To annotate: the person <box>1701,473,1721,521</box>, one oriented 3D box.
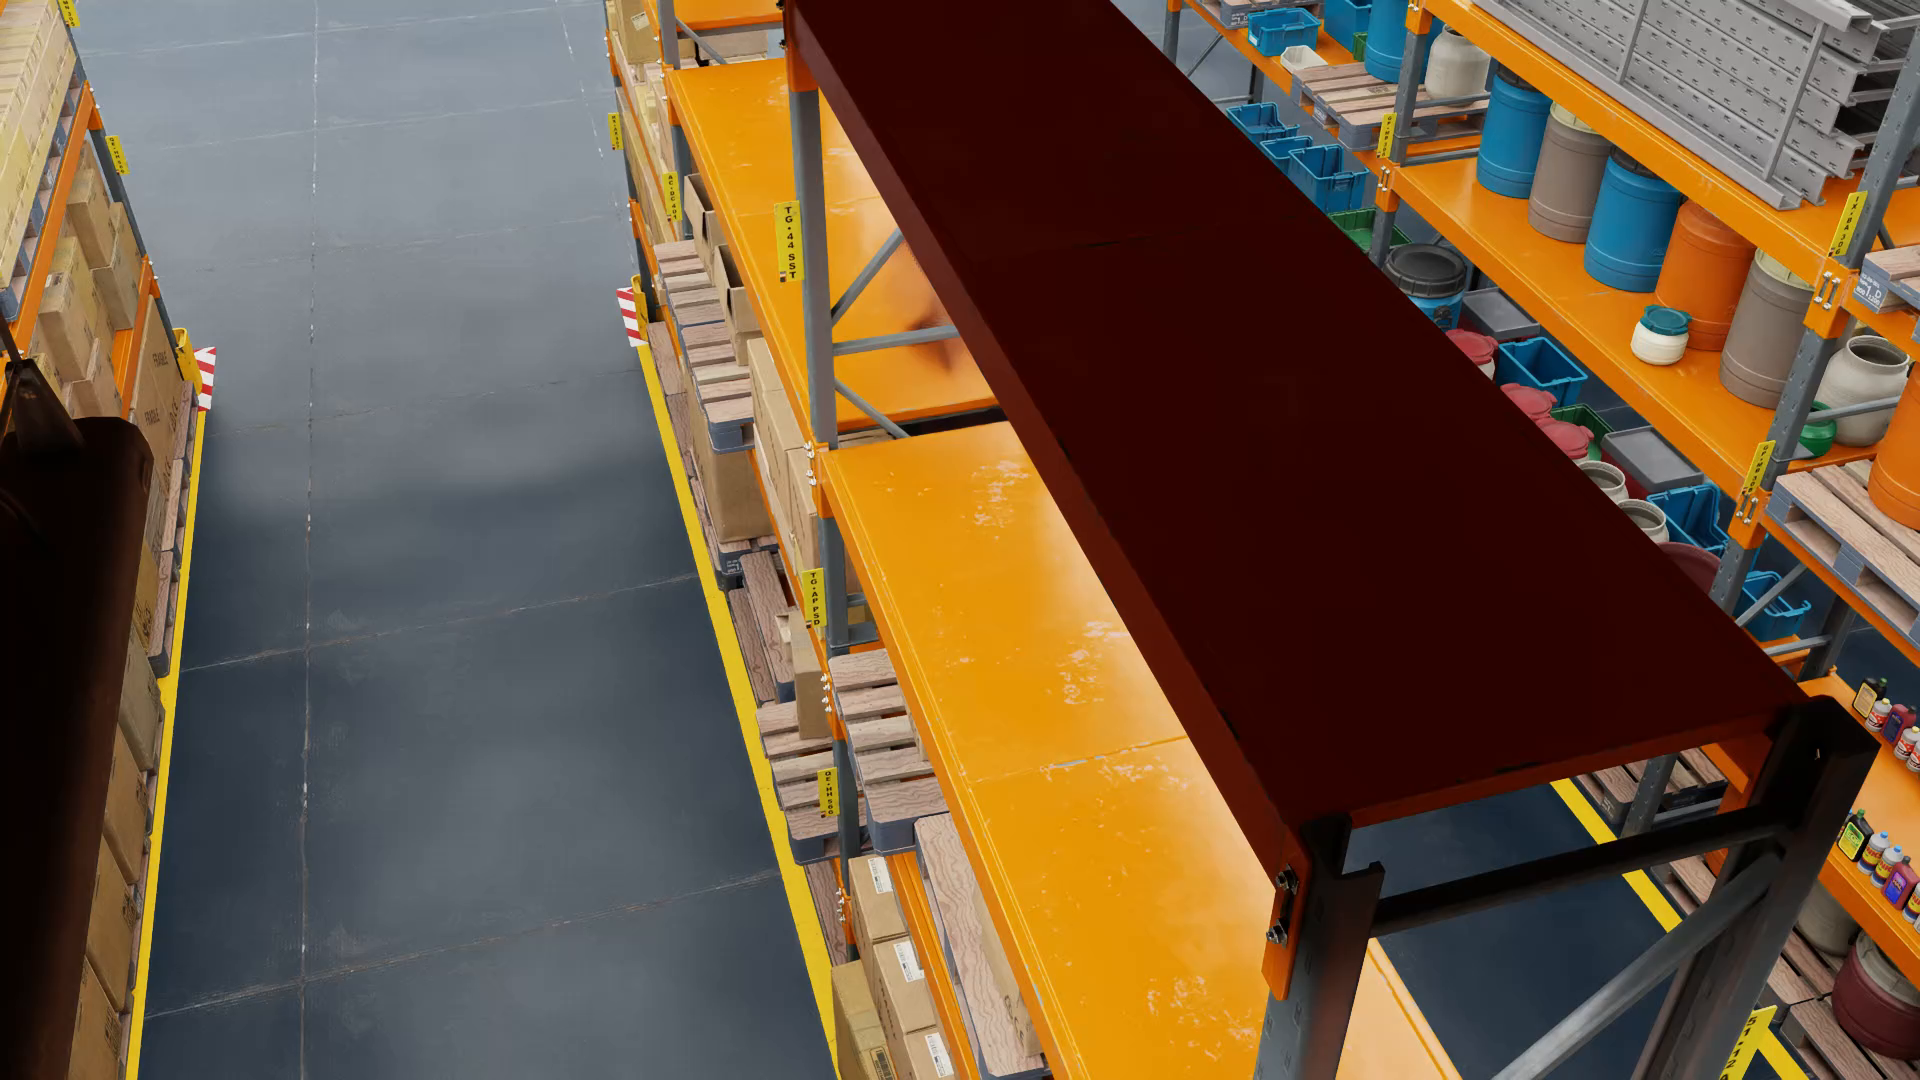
[{"bbox_3d":[5.784,-0.955,12.670,0.593,1.660,0.624,-17,41,-20],"label":"person"}]
